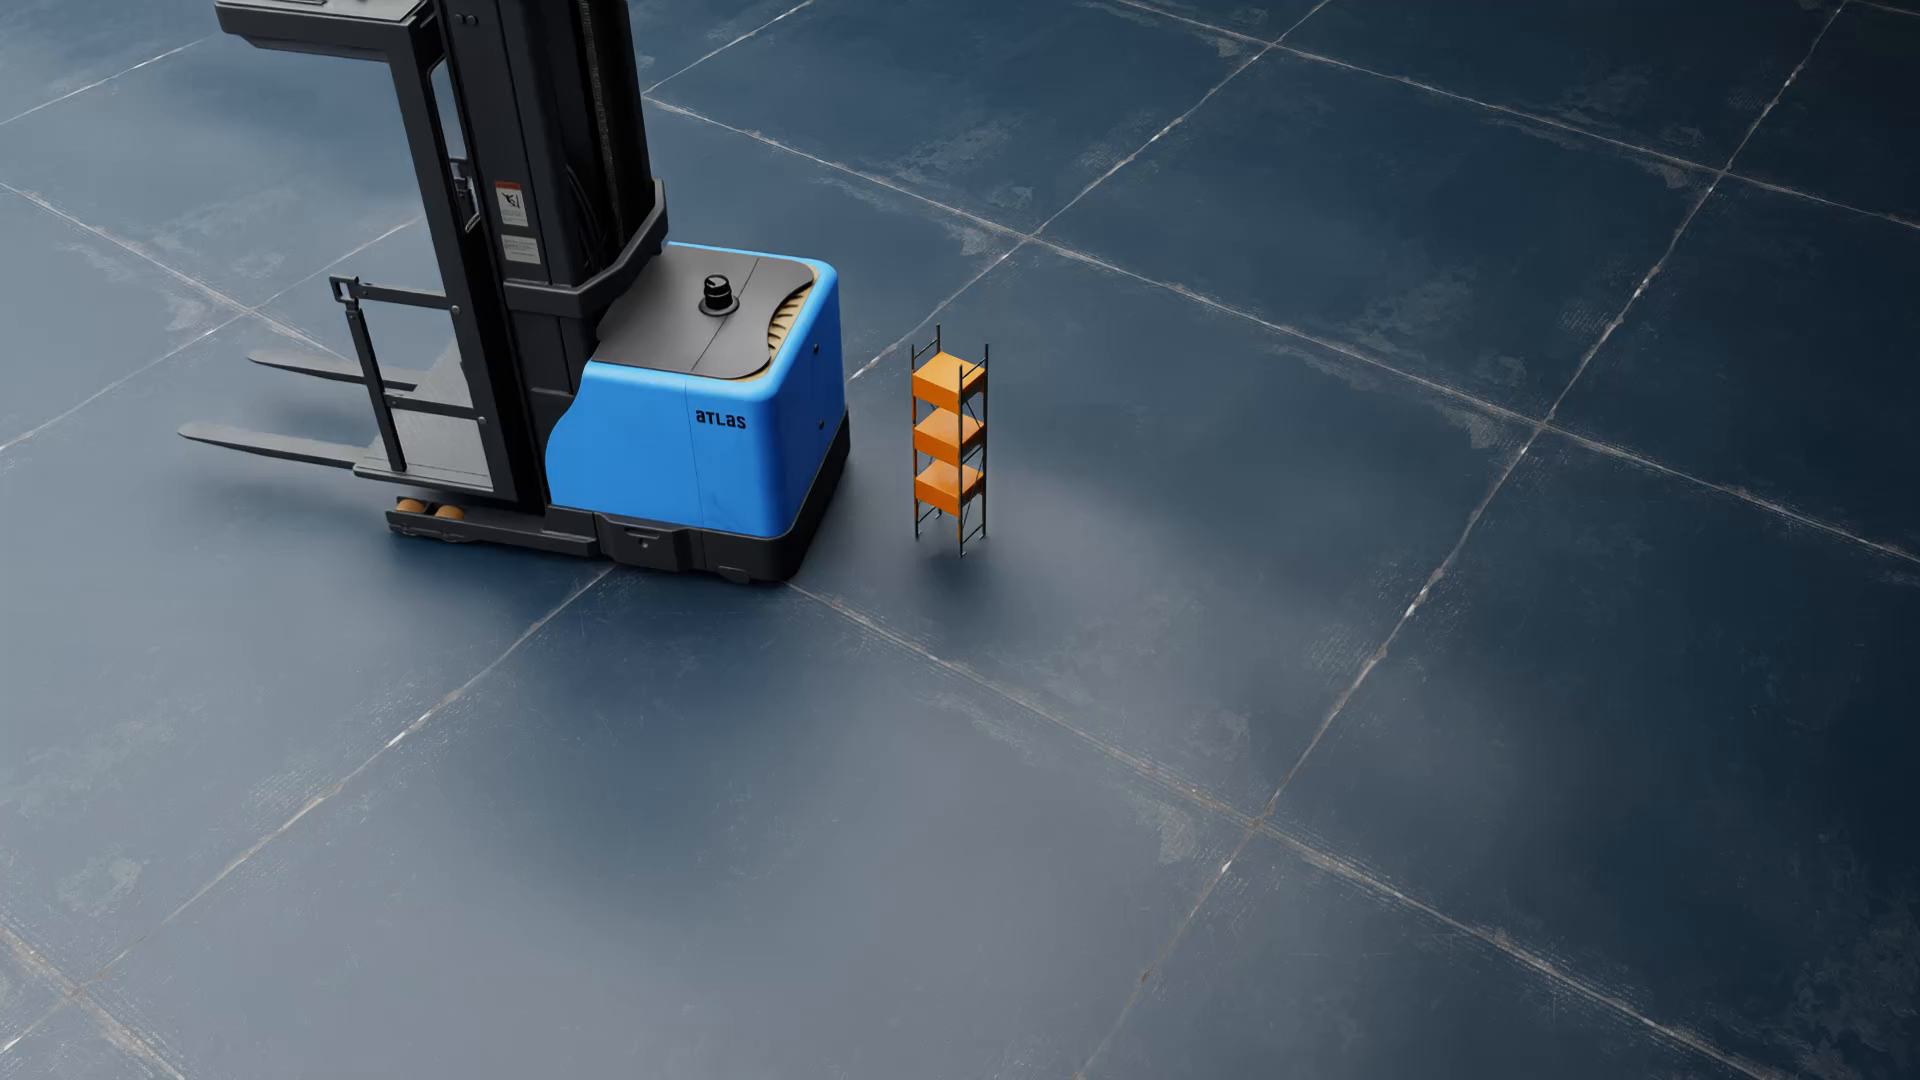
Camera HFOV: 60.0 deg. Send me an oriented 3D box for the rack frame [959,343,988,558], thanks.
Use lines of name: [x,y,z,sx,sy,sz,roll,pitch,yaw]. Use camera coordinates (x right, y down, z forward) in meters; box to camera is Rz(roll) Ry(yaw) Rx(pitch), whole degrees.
rack frame: [0.056,-0.365,7.119,0.008,1.050,0.200,25,48,25]

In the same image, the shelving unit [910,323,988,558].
shelving unit: [-0.044,-0.412,7.171,0.252,1.050,0.215,25,48,25]

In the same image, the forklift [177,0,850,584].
forklift: [-2.092,-1.415,6.882,3.031,2.935,1.130,9,43,10]

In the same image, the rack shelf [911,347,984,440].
rack shelf: [-0.044,-0.615,6.989,0.240,0.259,0.215,25,48,25]

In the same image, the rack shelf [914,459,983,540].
rack shelf: [-0.044,-0.197,7.364,0.240,0.259,0.215,25,48,25]

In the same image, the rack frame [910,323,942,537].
rack frame: [-0.144,-0.458,7.223,0.008,1.050,0.200,25,48,25]

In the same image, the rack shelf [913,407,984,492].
rack shelf: [-0.044,-0.404,7.178,0.240,0.259,0.215,25,48,25]
